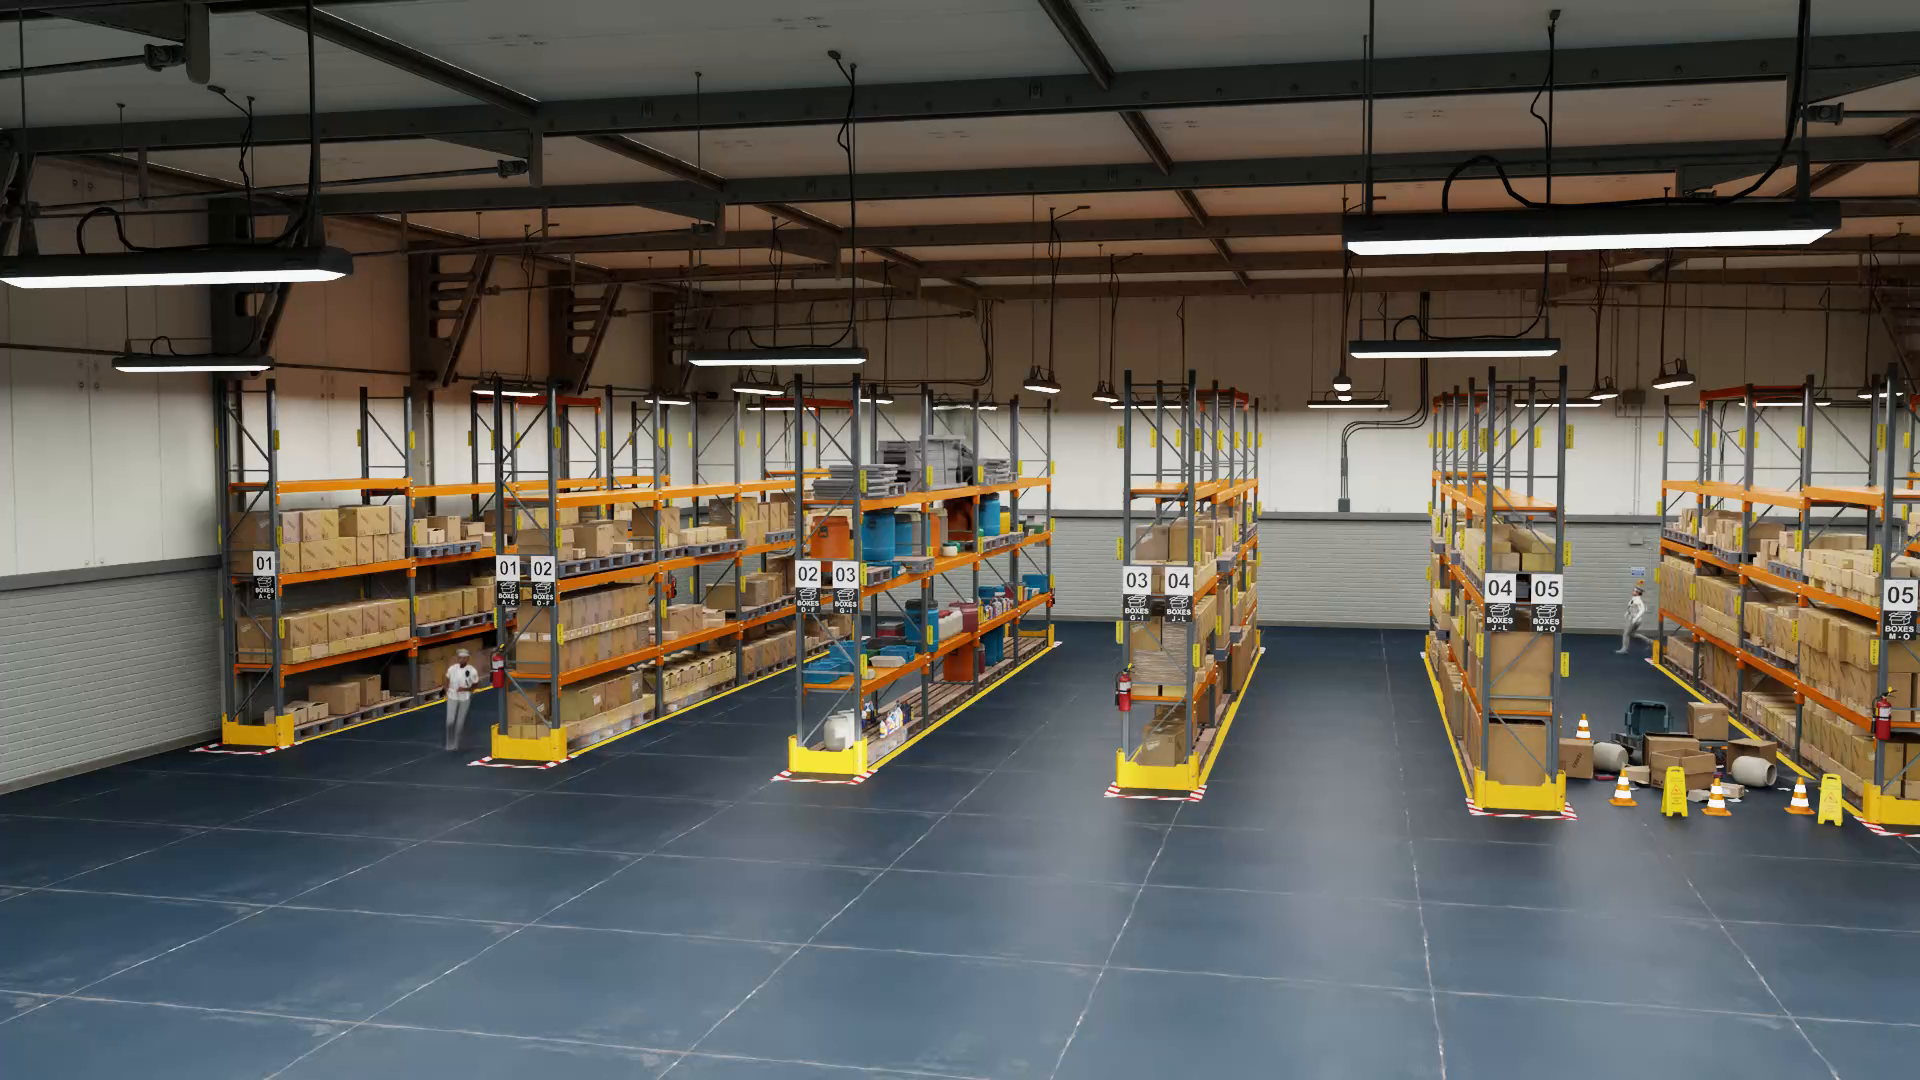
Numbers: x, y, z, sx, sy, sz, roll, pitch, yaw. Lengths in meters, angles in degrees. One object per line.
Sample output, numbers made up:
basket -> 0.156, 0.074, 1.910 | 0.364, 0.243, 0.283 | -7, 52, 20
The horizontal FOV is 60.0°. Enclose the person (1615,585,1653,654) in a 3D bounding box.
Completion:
person -> 15.693, 1.858, 38.625 | 0.843, 1.649, 0.678 | 1, 4, 18

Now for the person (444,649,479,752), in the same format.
person -> -8.019, 2.574, 26.733 | 0.554, 1.687, 0.601 | -1, 4, -12
